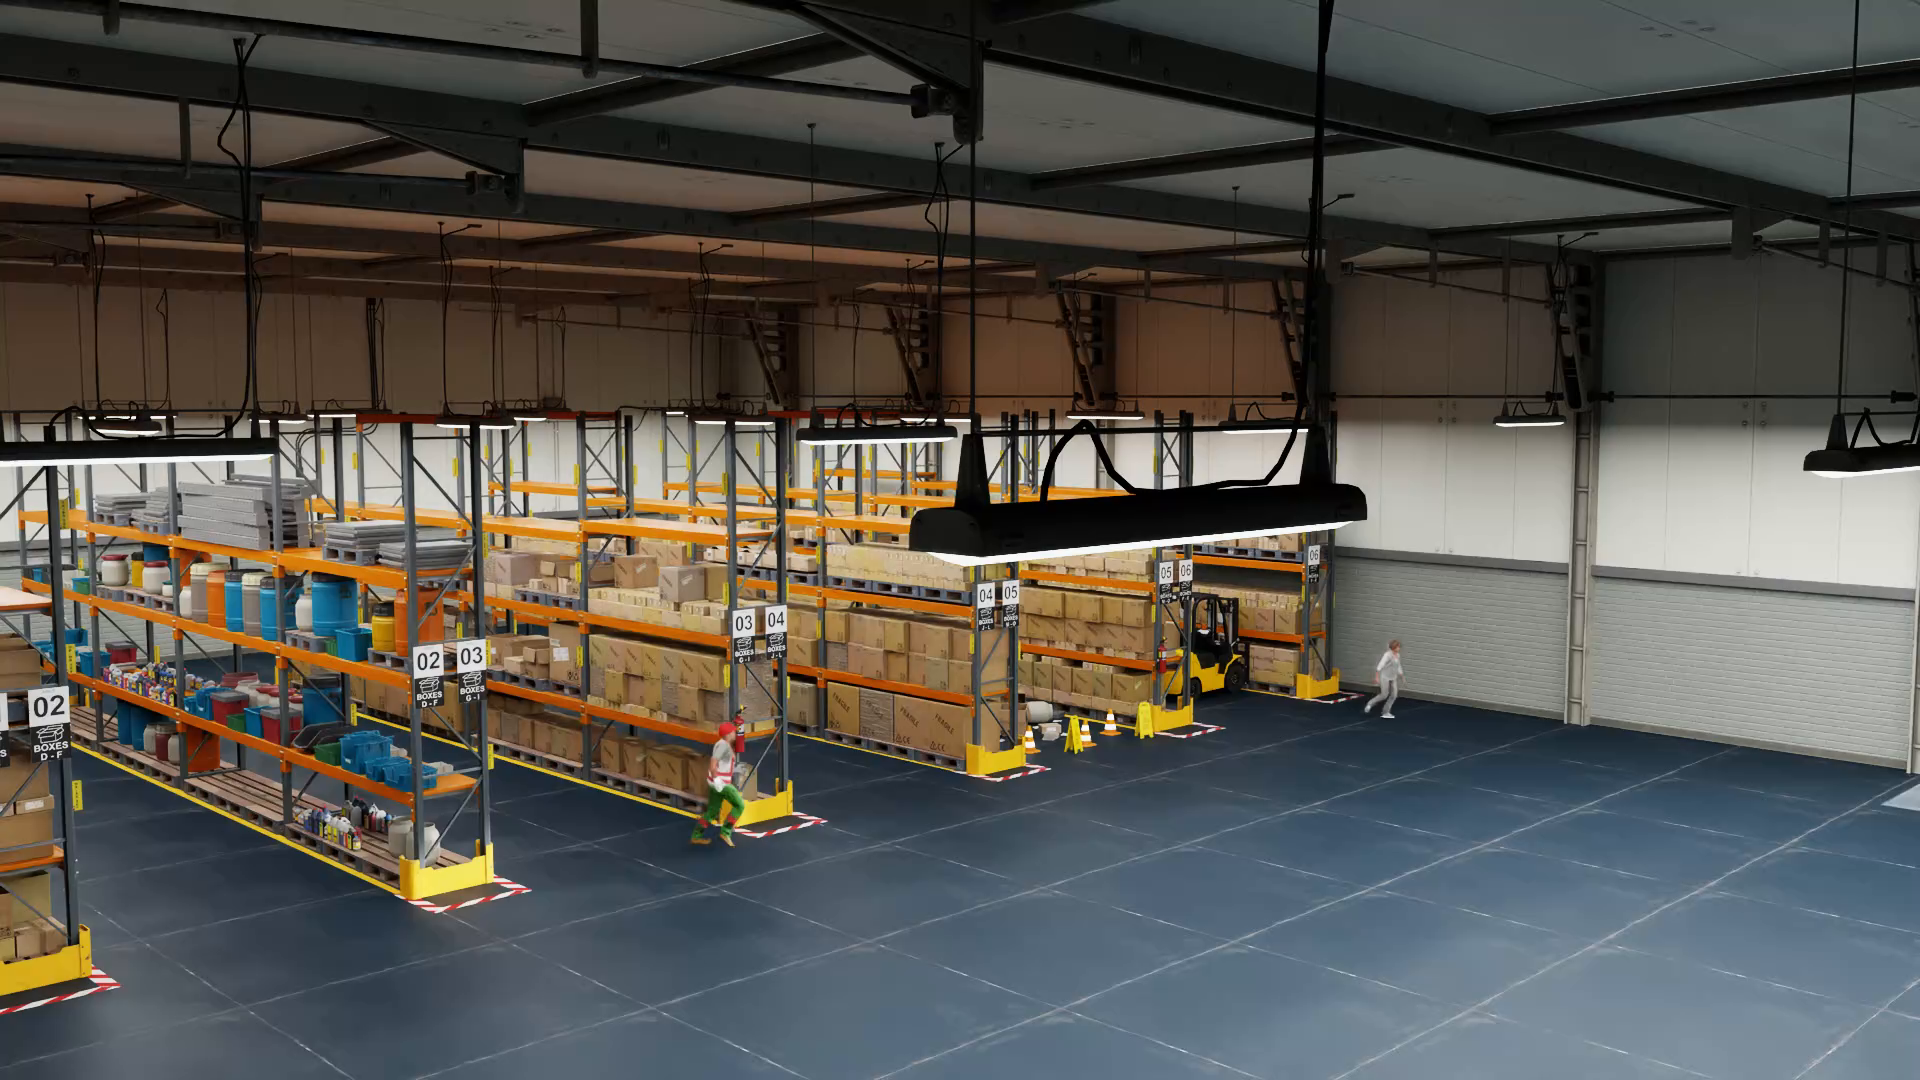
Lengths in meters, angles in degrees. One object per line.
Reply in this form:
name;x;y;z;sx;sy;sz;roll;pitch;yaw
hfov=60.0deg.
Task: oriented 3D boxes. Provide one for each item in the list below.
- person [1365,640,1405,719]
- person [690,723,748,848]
person;8.357;2.779;32.699;0.589;1.431;0.621;-4;6;-40
person;-3.365;3.444;23.301;0.860;1.773;0.581;-2;5;-23
